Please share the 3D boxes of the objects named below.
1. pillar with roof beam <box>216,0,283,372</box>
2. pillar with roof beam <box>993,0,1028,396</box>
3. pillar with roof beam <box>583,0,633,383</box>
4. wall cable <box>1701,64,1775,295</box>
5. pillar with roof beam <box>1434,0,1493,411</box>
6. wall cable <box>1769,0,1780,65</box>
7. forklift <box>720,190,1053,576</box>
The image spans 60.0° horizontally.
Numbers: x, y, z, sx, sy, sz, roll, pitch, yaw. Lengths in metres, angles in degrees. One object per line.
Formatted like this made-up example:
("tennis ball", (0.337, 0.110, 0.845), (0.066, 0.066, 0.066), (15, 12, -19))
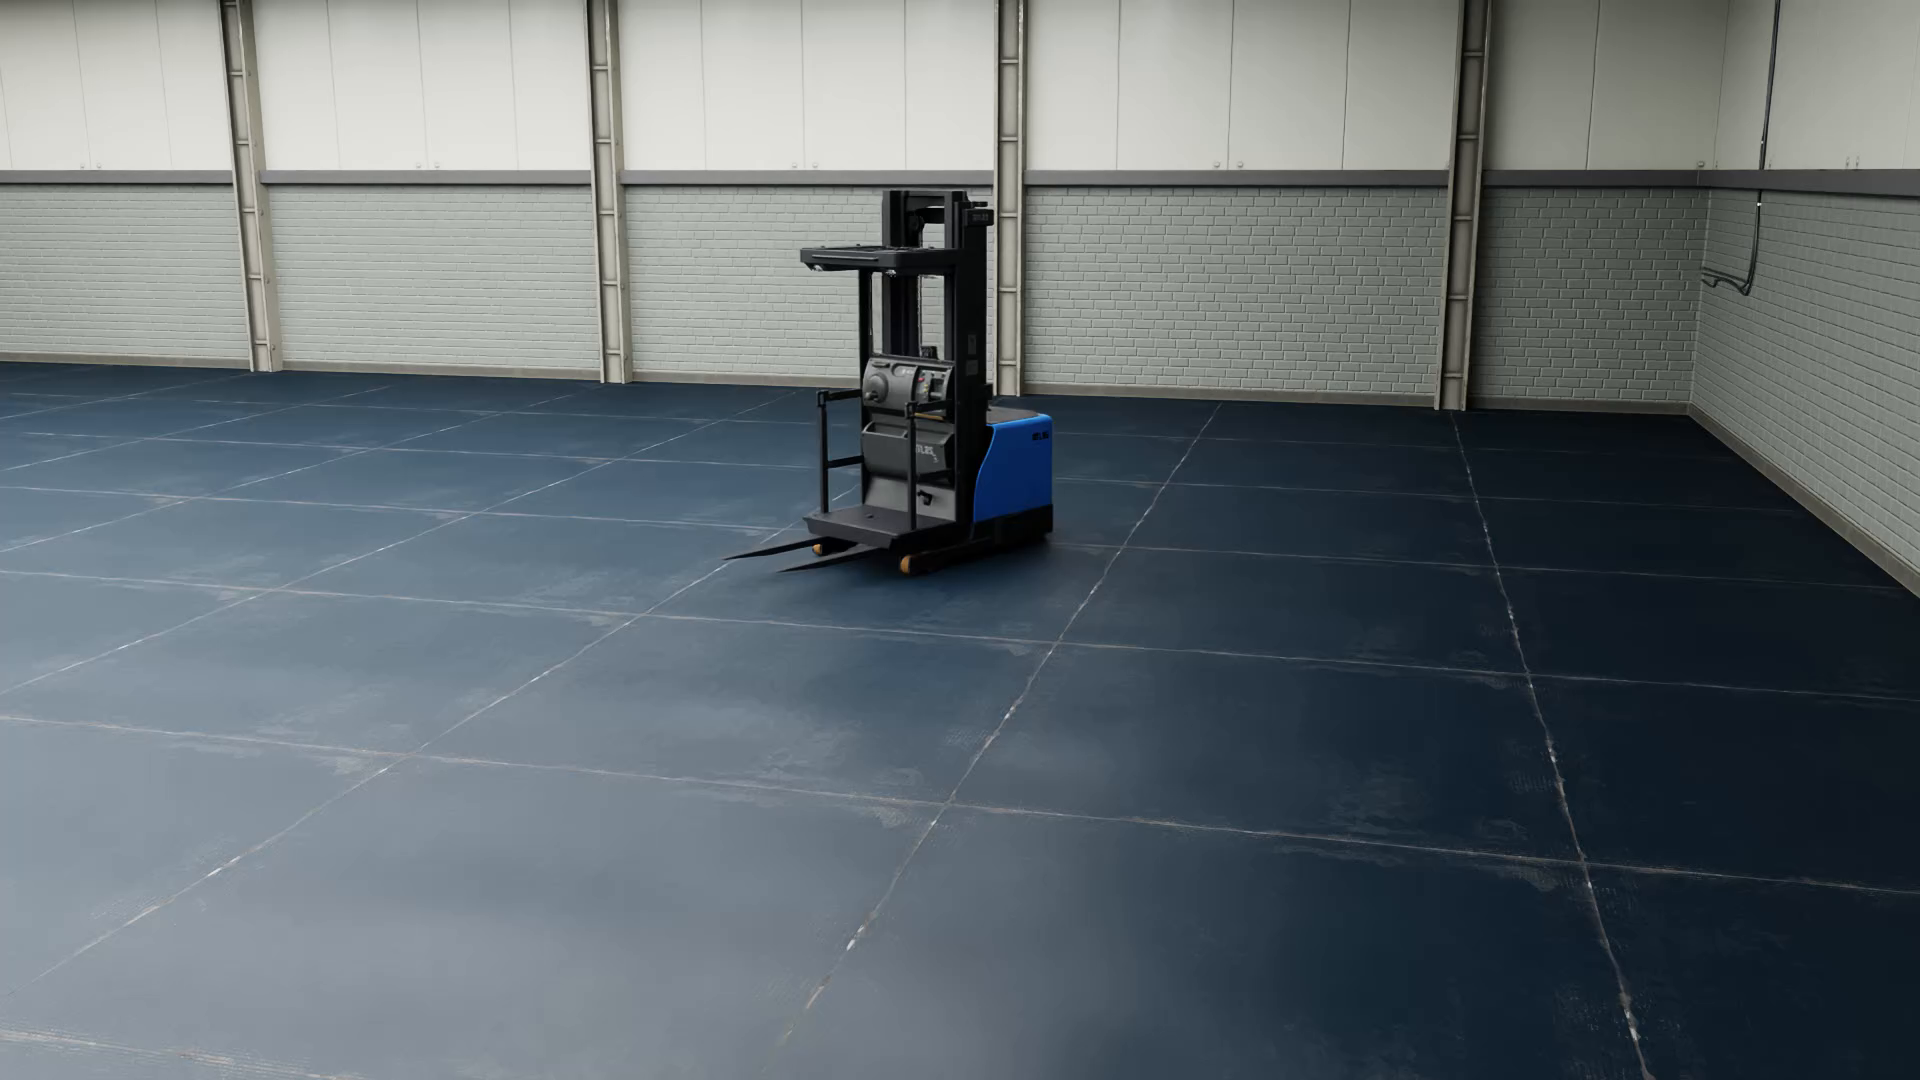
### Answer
("pillar with roof beam", (-11.994, -6.169, 21.265), (0.400, 9.000, 9.100), (3, 13, 14))
("pillar with roof beam", (-0.343, -5.547, 18.458), (0.400, 9.000, 9.100), (3, 13, 14))
("pillar with roof beam", (-6.168, -5.858, 19.862), (0.400, 9.000, 9.100), (3, 13, 14))
("wall cable", (9.057, -4.194, 19.529), (0.112, 2.526, 3.097), (3, 13, 14))
("pillar with roof beam", (5.482, -5.235, 17.055), (0.400, 9.000, 9.100), (3, 13, 14))
("wall cable", (8.409, -6.090, 16.418), (0.112, 2.526, 3.097), (3, 13, 14))
("forklift", (-0.564, -1.275, 13.212), (1.130, 2.935, 3.031), (11, 17, 41))
